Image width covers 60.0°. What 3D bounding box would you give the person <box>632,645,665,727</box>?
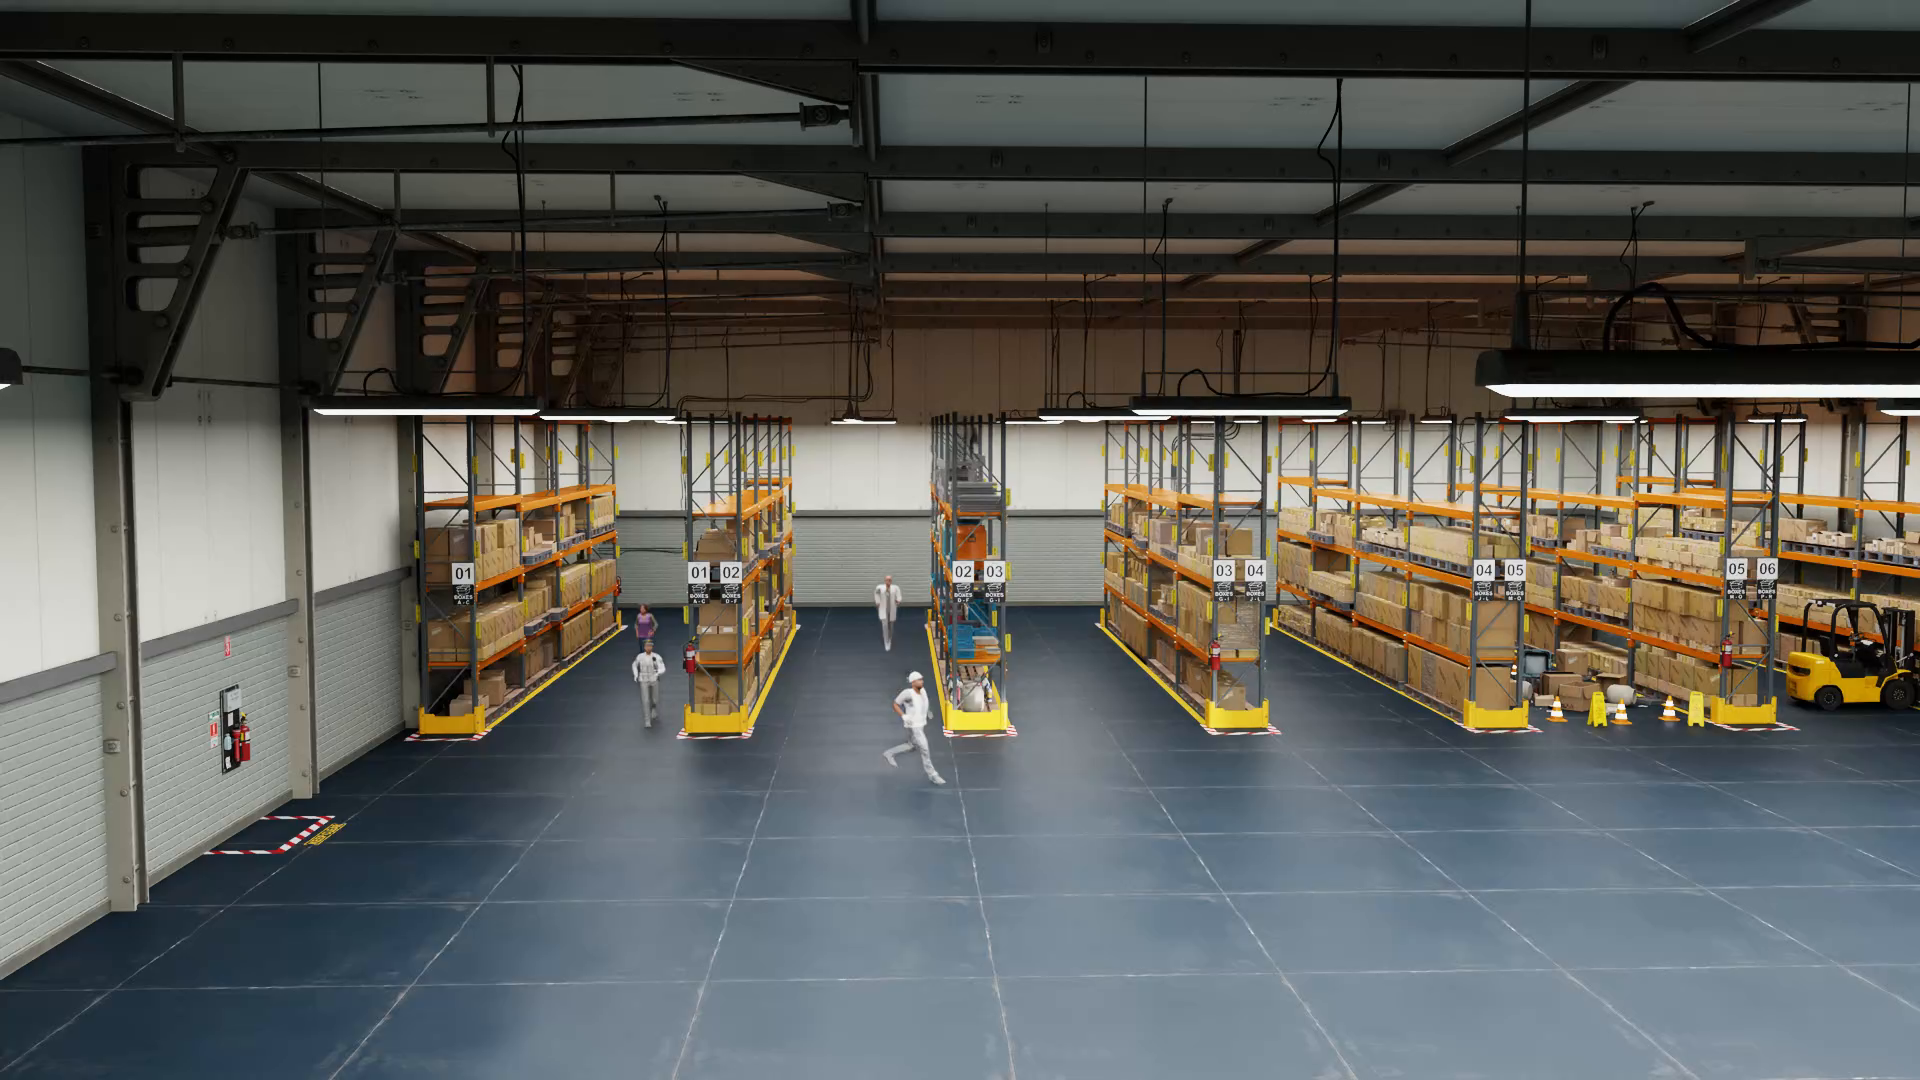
[{"bbox_3d":[-5.971,2.732,31.878,0.639,1.625,0.832,-1,4,-8],"label":"person"}]

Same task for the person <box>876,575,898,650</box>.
[{"bbox_3d":[-1.765,1.767,40.905,0.625,1.823,0.983,-1,4,-9],"label":"person"}]

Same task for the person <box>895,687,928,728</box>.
[{"bbox_3d":[-0.747,2.701,26.908,0.458,0.638,0.624,2,4,23],"label":"person"}]

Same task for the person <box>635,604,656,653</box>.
[{"bbox_3d":[-7.364,2.289,39.048,0.525,1.602,0.659,0,4,2],"label":"person"}]
